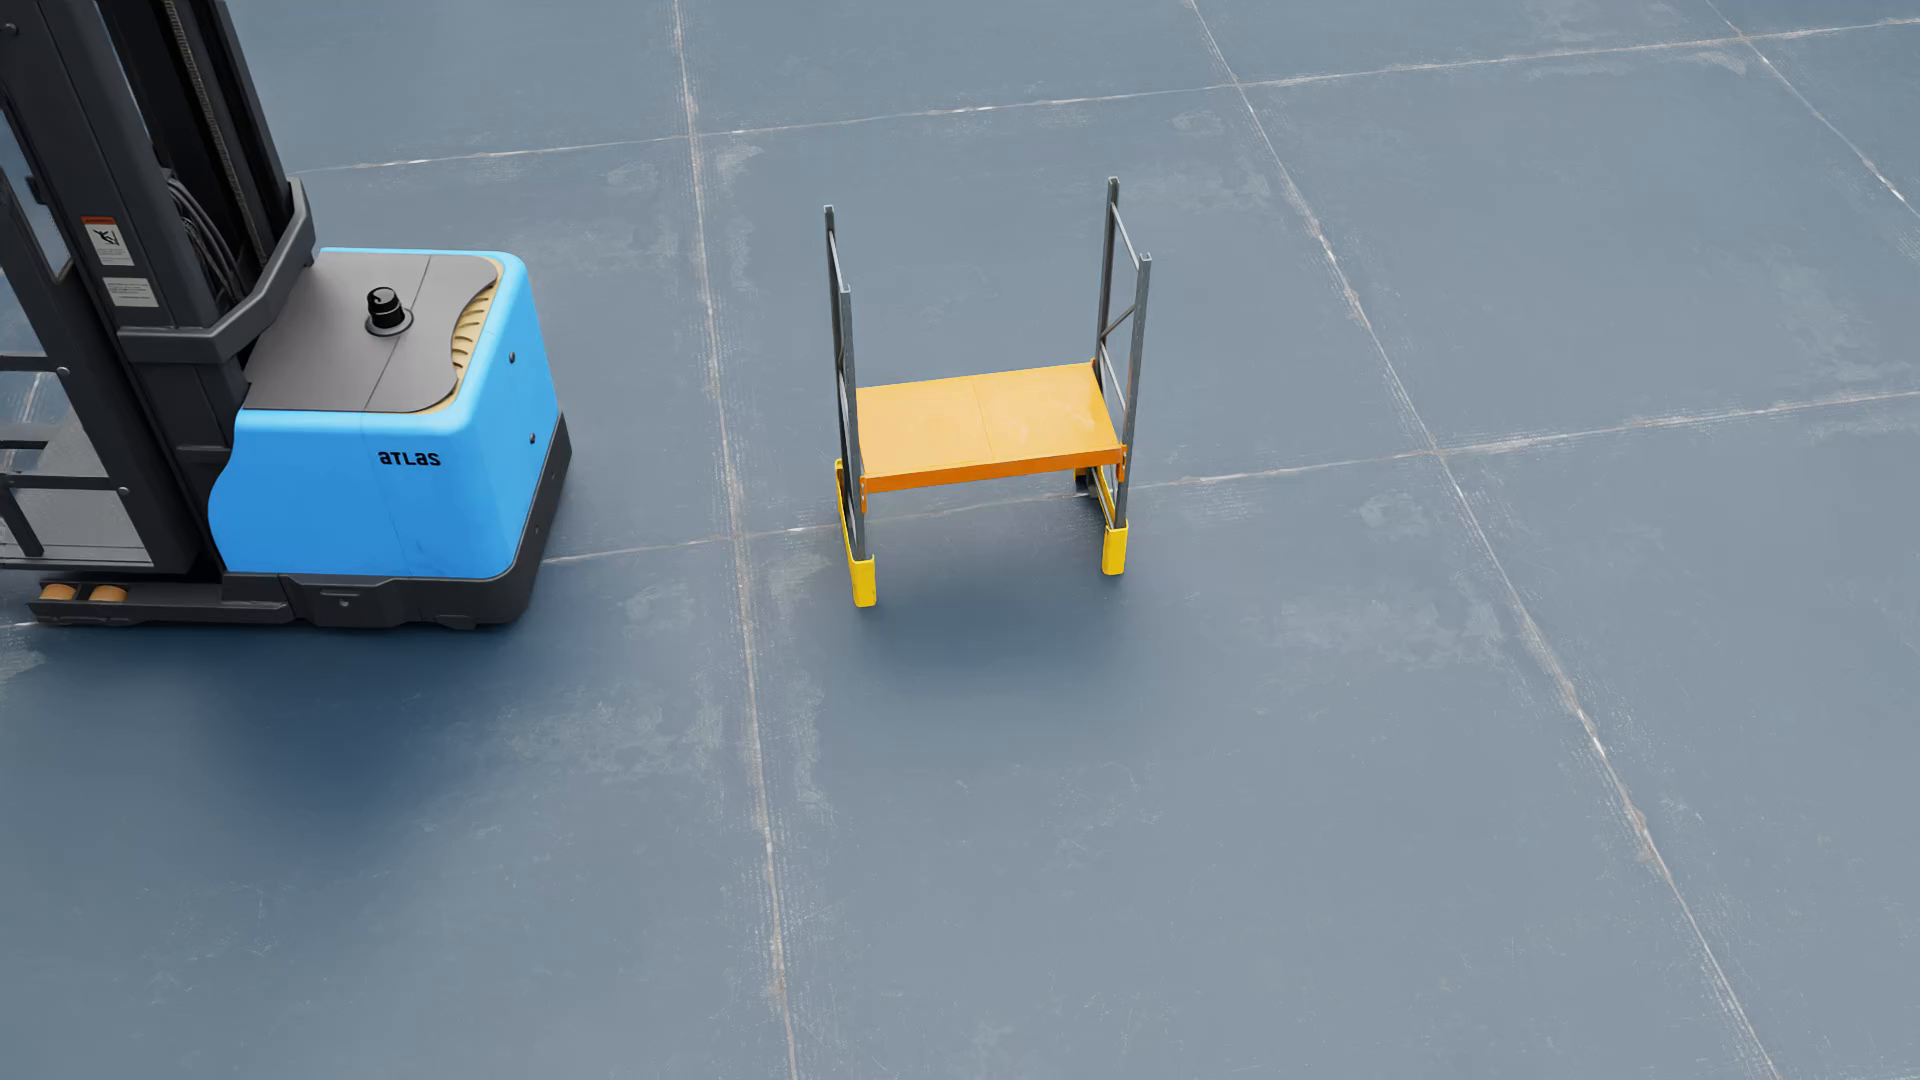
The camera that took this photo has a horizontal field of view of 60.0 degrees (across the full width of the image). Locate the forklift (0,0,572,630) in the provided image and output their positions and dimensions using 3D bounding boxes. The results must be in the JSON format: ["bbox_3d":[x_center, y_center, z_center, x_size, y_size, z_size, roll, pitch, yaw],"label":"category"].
[{"bbox_3d":[-3.163,-1.064,5.740,3.031,2.935,1.130,2,46,2],"label":"forklift"}]

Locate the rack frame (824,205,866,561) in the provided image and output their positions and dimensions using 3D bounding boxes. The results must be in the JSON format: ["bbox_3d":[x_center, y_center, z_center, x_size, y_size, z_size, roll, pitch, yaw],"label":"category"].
[{"bbox_3d":[-0.417,-0.468,6.160,0.032,1.500,0.500,-7,46,-7],"label":"rack frame"}]

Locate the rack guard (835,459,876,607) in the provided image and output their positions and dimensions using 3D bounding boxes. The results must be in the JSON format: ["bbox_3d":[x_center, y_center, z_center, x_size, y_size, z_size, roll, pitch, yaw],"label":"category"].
[{"bbox_3d":[-0.416,-0.035,6.610,0.087,0.250,0.587,-7,46,-7],"label":"rack guard"}]

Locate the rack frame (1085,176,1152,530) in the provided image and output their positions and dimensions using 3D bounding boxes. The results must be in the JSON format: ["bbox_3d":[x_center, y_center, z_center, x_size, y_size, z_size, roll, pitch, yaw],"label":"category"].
[{"bbox_3d":[0.585,-0.593,6.280,0.032,1.500,0.500,-7,46,-7],"label":"rack frame"}]

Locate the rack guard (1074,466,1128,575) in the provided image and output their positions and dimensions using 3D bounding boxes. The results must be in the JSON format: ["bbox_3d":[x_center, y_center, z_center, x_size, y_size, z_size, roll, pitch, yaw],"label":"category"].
[{"bbox_3d":[0.566,-0.157,6.728,0.087,0.250,0.587,-7,46,-7],"label":"rack guard"}]

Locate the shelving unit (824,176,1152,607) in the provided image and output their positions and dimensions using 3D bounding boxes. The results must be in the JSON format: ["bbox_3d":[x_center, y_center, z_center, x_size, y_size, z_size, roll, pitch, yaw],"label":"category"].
[{"bbox_3d":[0.075,-0.530,6.219,1.083,1.500,0.587,-7,46,-7],"label":"shelving unit"}]

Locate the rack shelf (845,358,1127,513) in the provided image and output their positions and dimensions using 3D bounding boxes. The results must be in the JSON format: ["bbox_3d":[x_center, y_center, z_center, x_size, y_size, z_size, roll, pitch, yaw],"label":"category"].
[{"bbox_3d":[0.084,-0.406,6.350,1.000,0.185,0.538,-7,46,-7],"label":"rack shelf"}]
